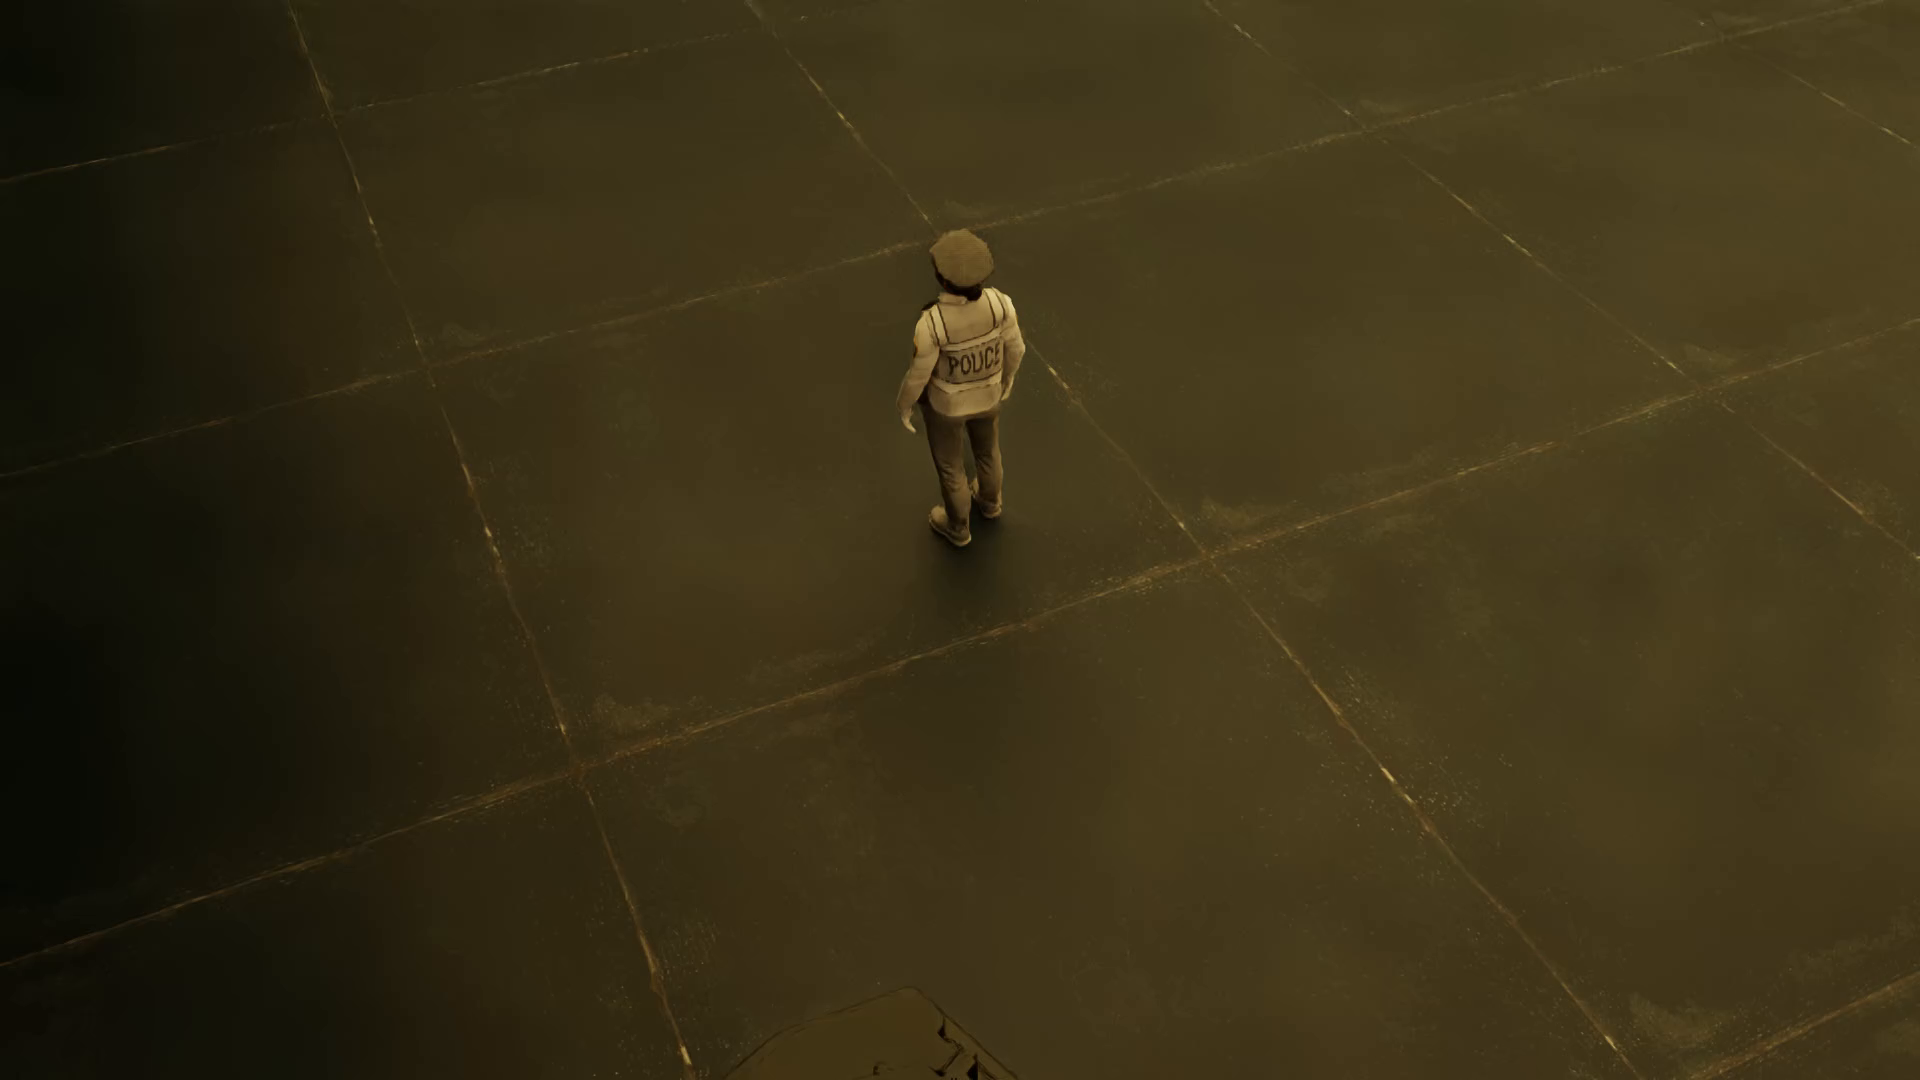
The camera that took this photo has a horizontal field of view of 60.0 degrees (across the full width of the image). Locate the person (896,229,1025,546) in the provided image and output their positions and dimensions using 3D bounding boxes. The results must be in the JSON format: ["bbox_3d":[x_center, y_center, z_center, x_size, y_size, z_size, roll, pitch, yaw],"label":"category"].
[{"bbox_3d":[-0.022,-0.669,7.292,0.586,1.695,0.532,-18,46,-18],"label":"person"}]

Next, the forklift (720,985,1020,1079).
[{"bbox_3d":[0.107,2.317,3.198,1.130,2.935,3.031,-34,53,-31],"label":"forklift"}]
